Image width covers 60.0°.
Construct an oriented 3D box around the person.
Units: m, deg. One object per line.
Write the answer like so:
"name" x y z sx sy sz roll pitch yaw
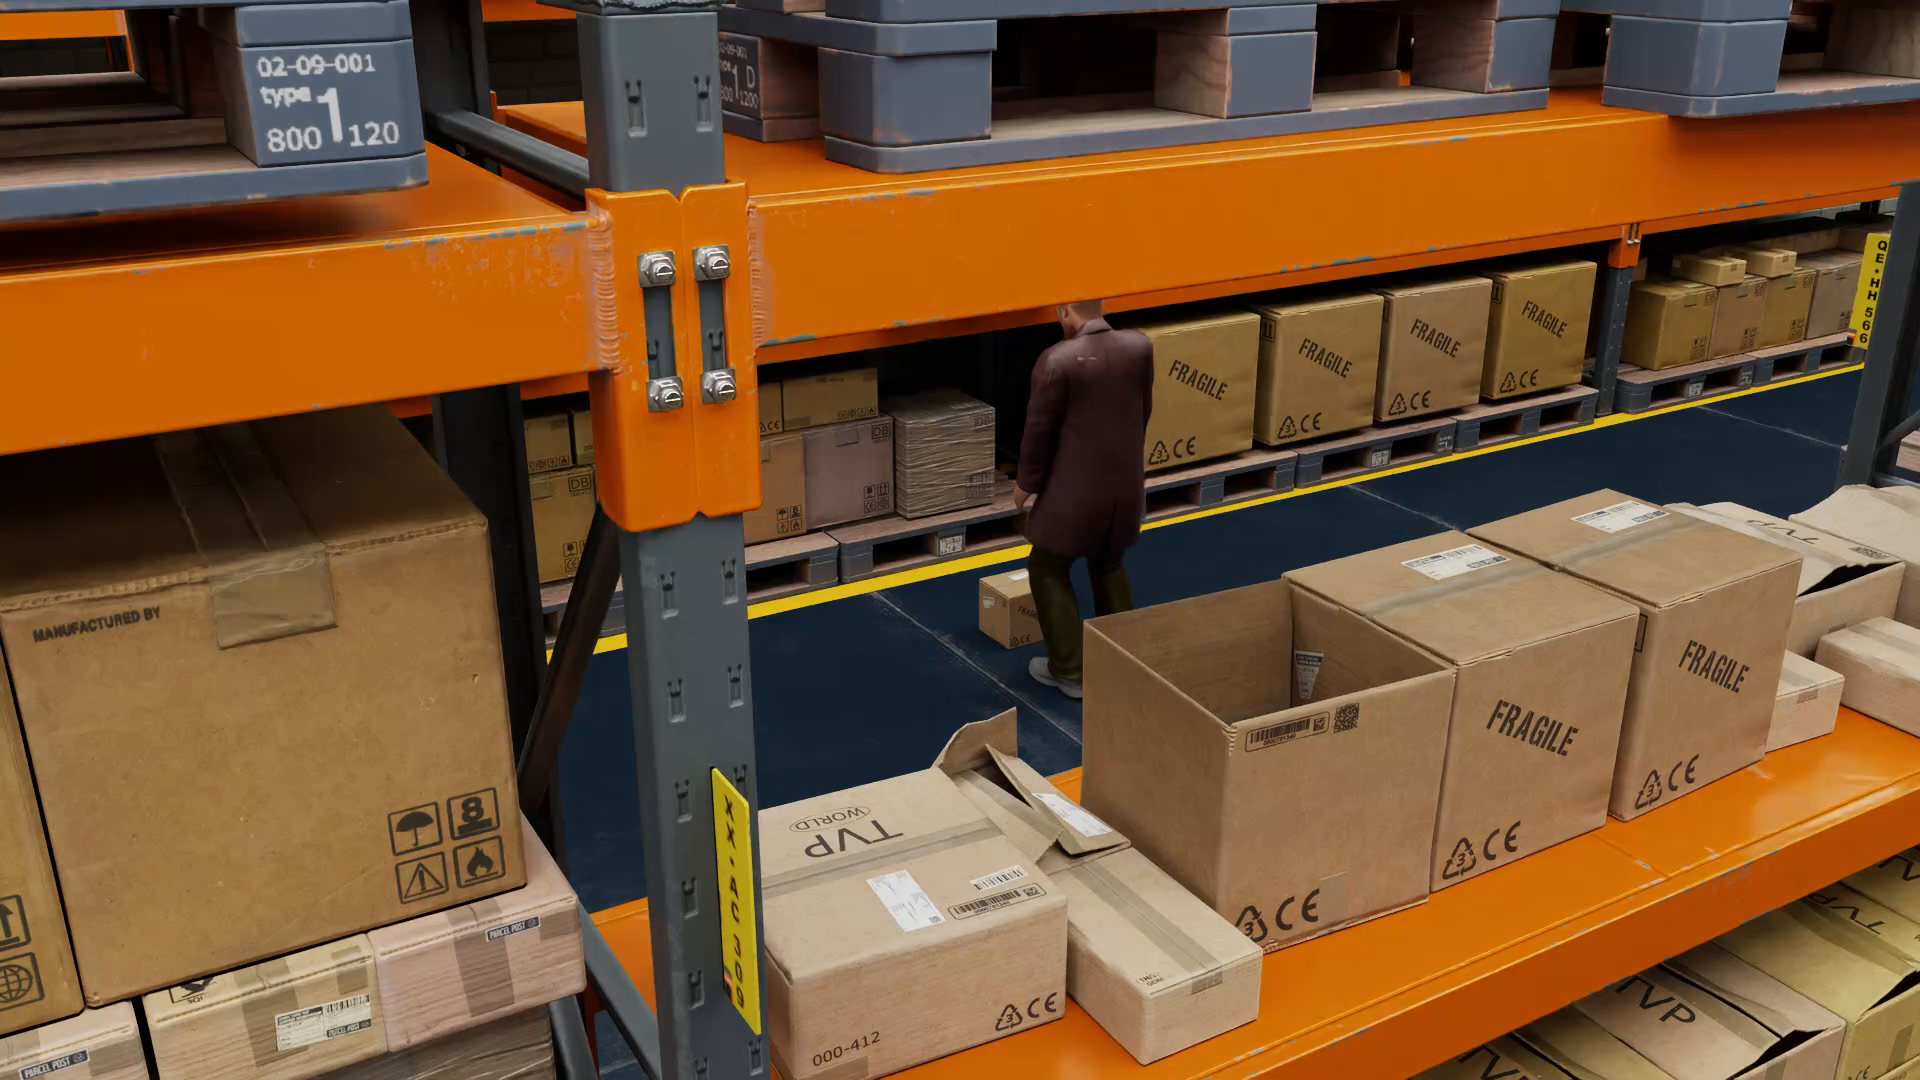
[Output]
"person" 0.500 -0.209 6.720 0.587 1.730 0.409 -12 24 -27
